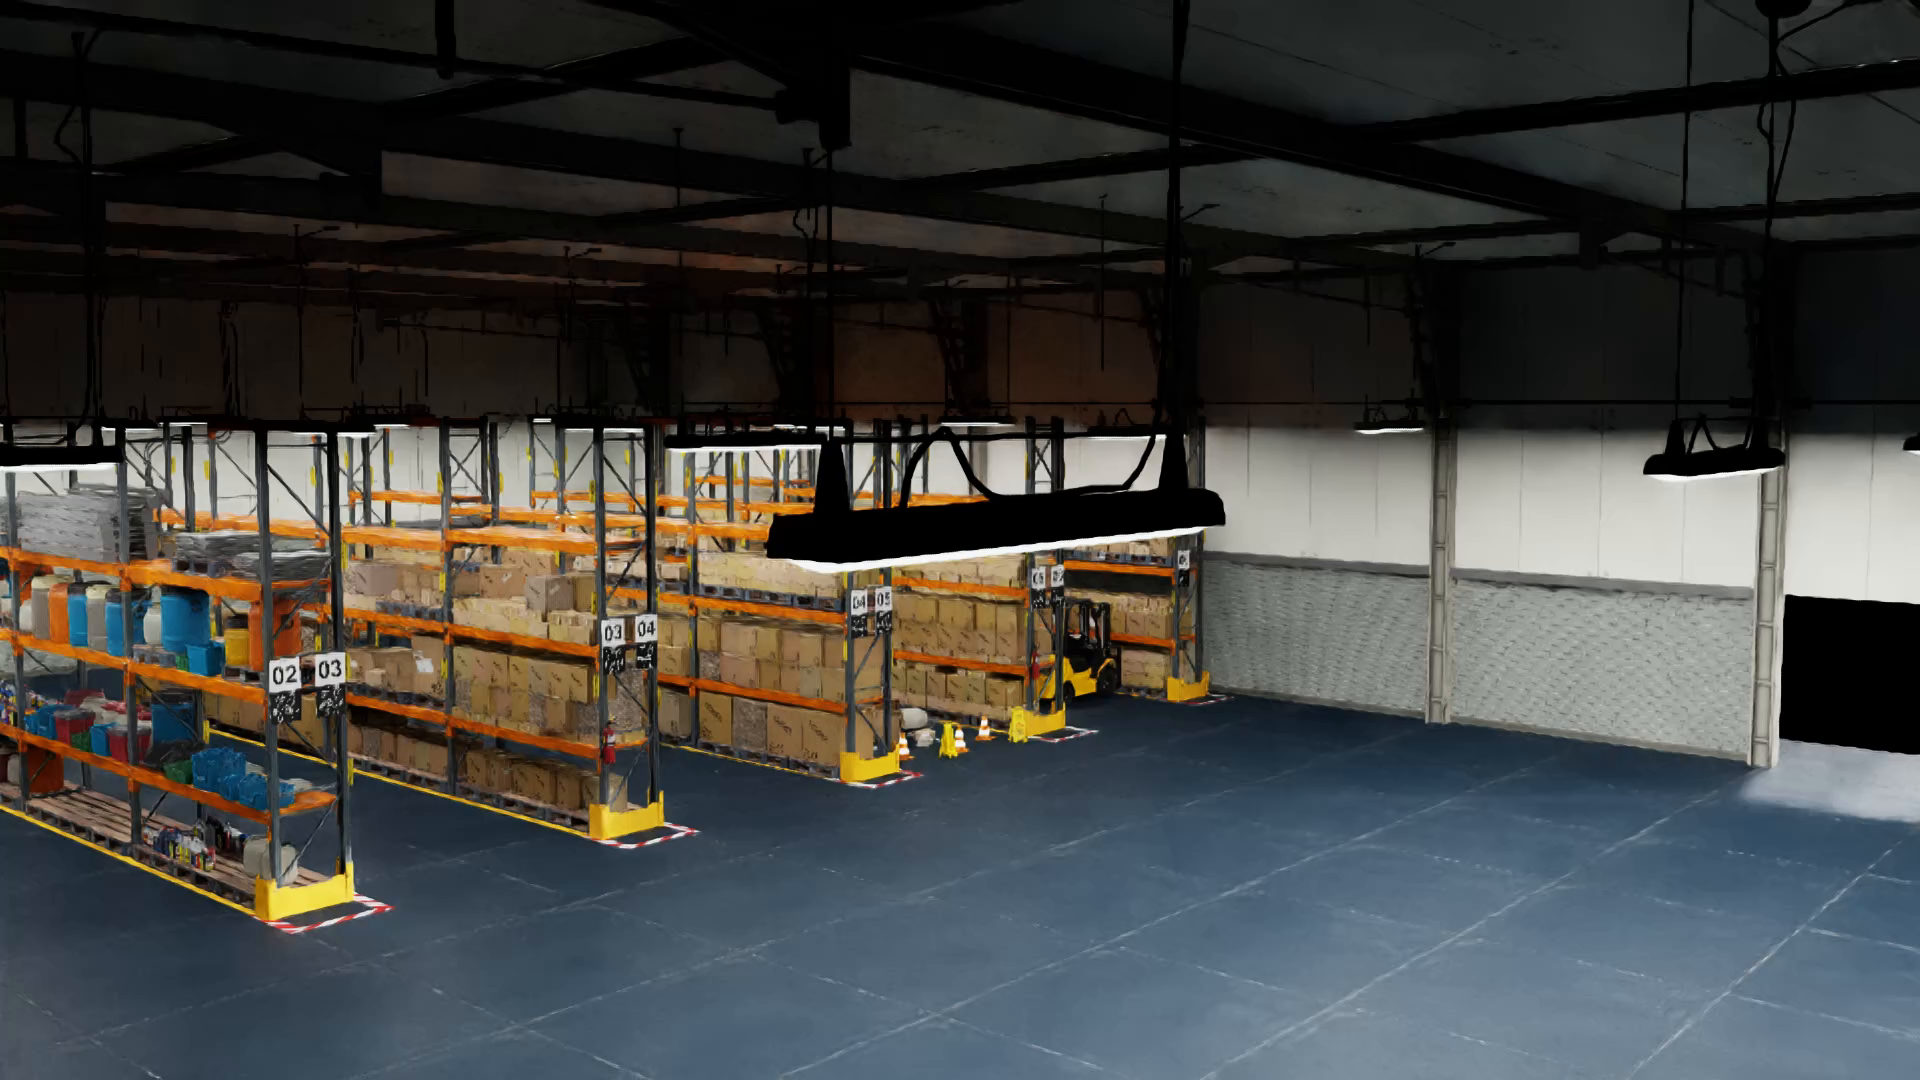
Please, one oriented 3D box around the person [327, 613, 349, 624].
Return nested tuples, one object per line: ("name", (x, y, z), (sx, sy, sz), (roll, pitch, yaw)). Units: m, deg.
("person", (-15.449, 2.061, 41.136), (0.617, 1.723, 0.956), (-2, 5, -25))
